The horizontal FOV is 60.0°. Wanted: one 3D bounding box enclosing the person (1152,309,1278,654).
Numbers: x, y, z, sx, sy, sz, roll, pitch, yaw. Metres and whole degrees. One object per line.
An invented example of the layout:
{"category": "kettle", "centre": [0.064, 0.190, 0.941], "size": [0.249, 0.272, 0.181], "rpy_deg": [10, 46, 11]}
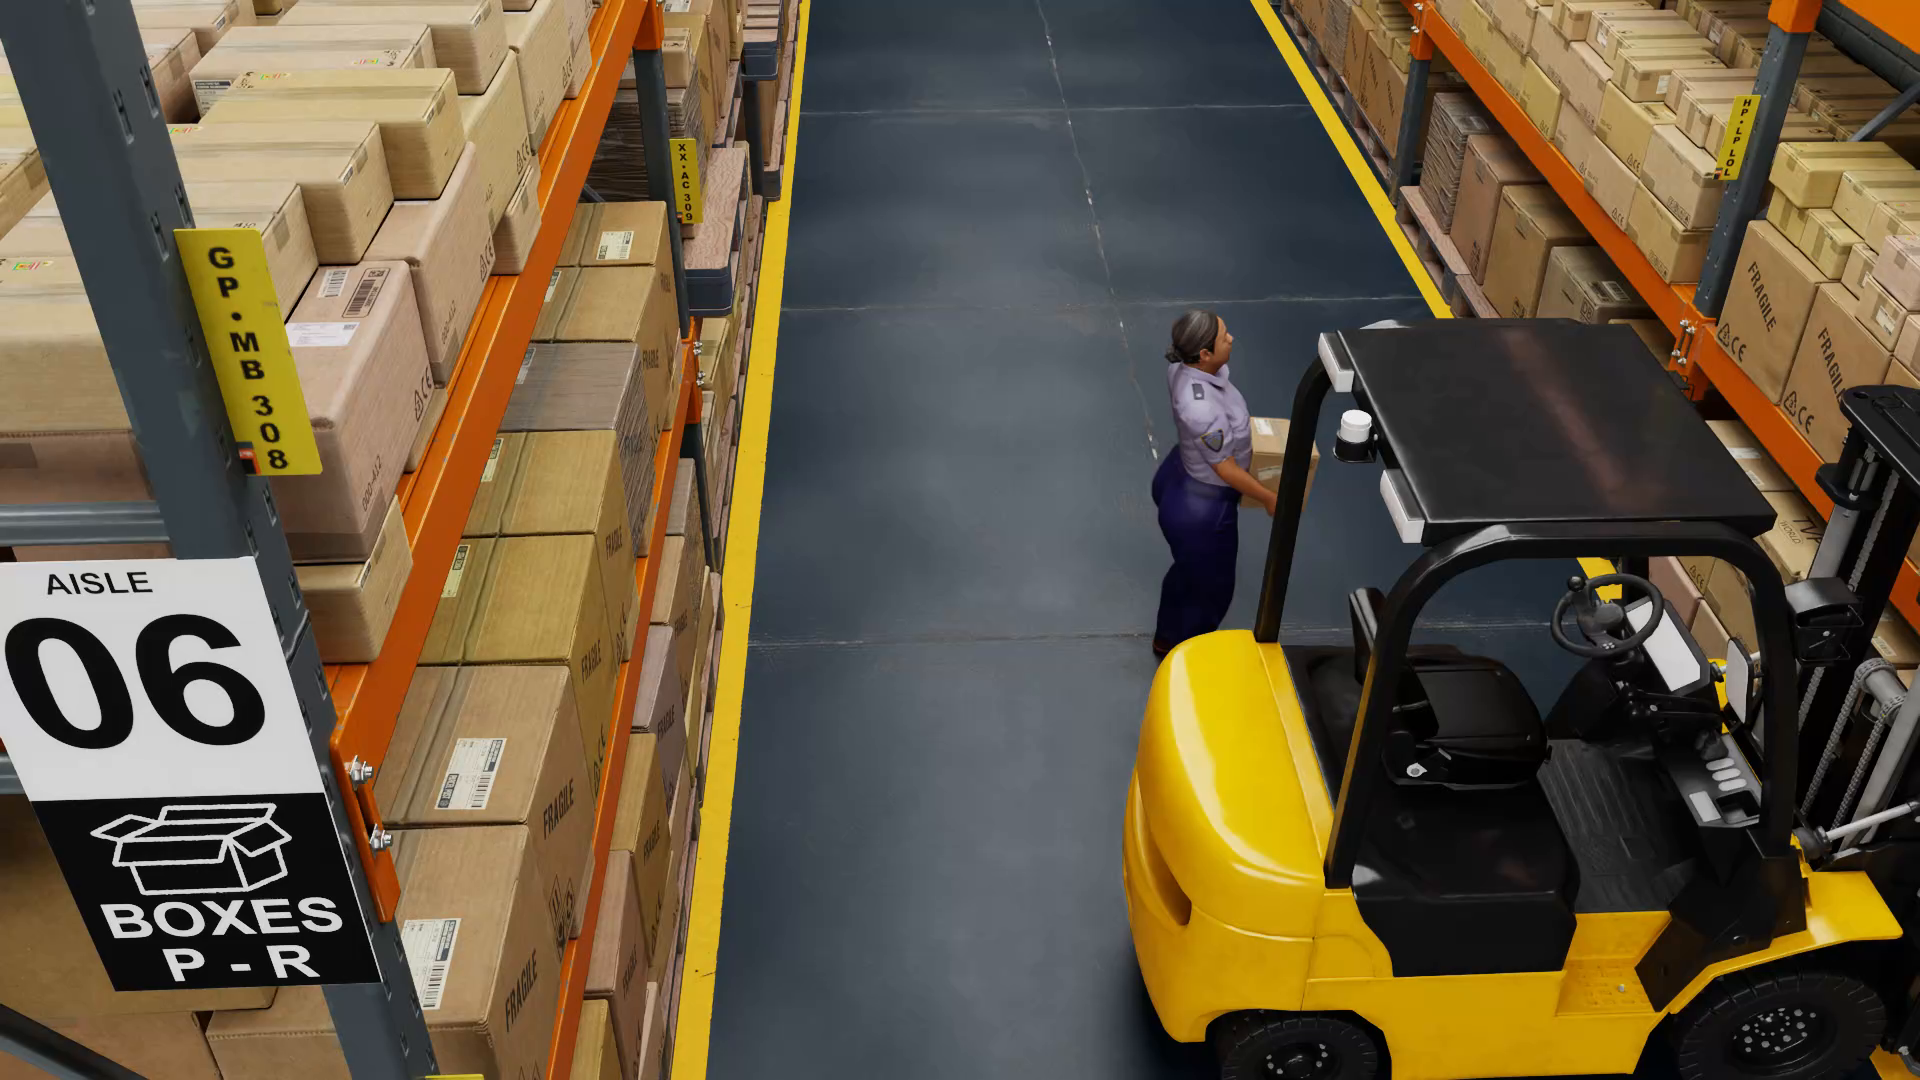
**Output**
{"category": "person", "centre": [0.997, -0.145, 6.372], "size": [0.516, 1.634, 0.452], "rpy_deg": [-1, 35, -2]}
